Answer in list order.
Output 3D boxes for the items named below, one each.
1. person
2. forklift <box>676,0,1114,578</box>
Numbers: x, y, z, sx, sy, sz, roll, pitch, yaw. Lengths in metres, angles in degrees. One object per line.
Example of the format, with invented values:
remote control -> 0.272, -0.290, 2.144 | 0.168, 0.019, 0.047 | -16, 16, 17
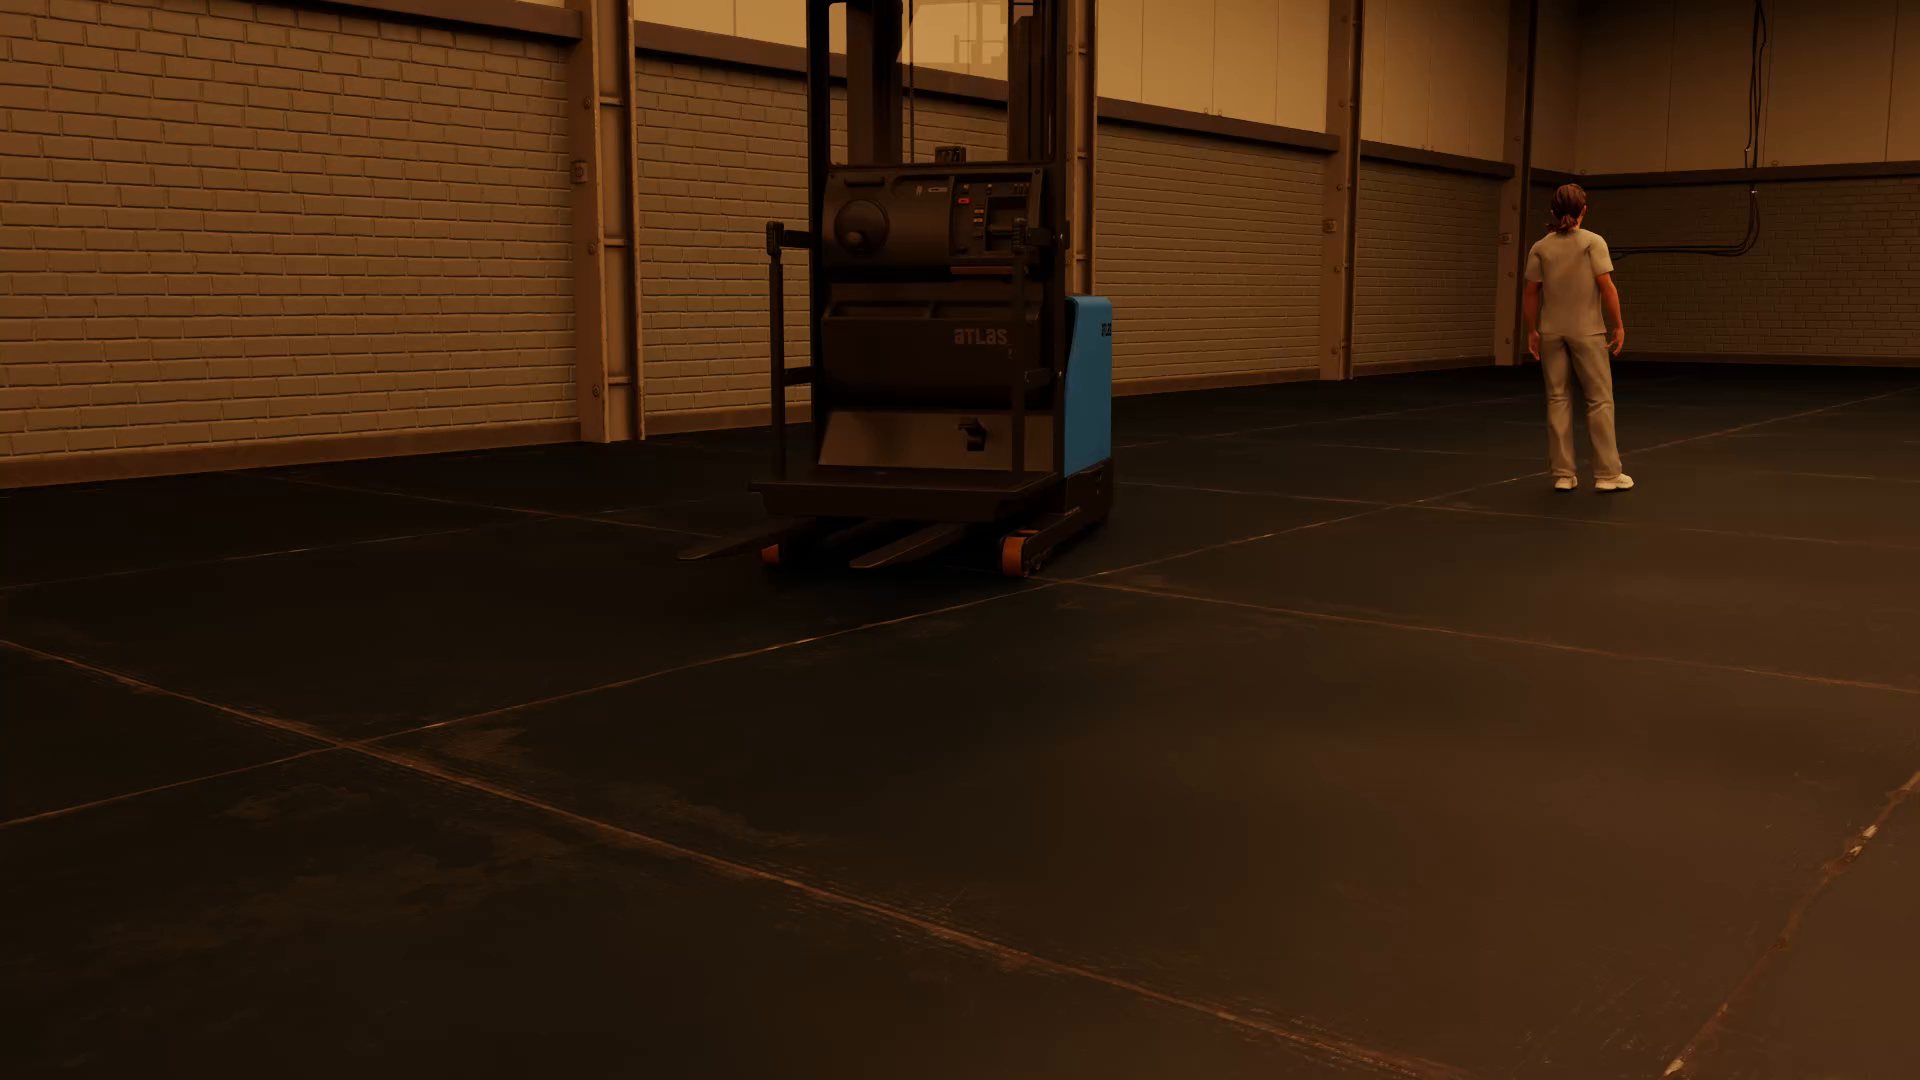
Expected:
person -> 3.423, -1.103, 9.219 | 0.550, 1.640, 0.548 | 7, 11, 39
forklift -> -0.176, -1.366, 6.616 | 1.130, 2.935, 3.031 | 3, 9, 17
